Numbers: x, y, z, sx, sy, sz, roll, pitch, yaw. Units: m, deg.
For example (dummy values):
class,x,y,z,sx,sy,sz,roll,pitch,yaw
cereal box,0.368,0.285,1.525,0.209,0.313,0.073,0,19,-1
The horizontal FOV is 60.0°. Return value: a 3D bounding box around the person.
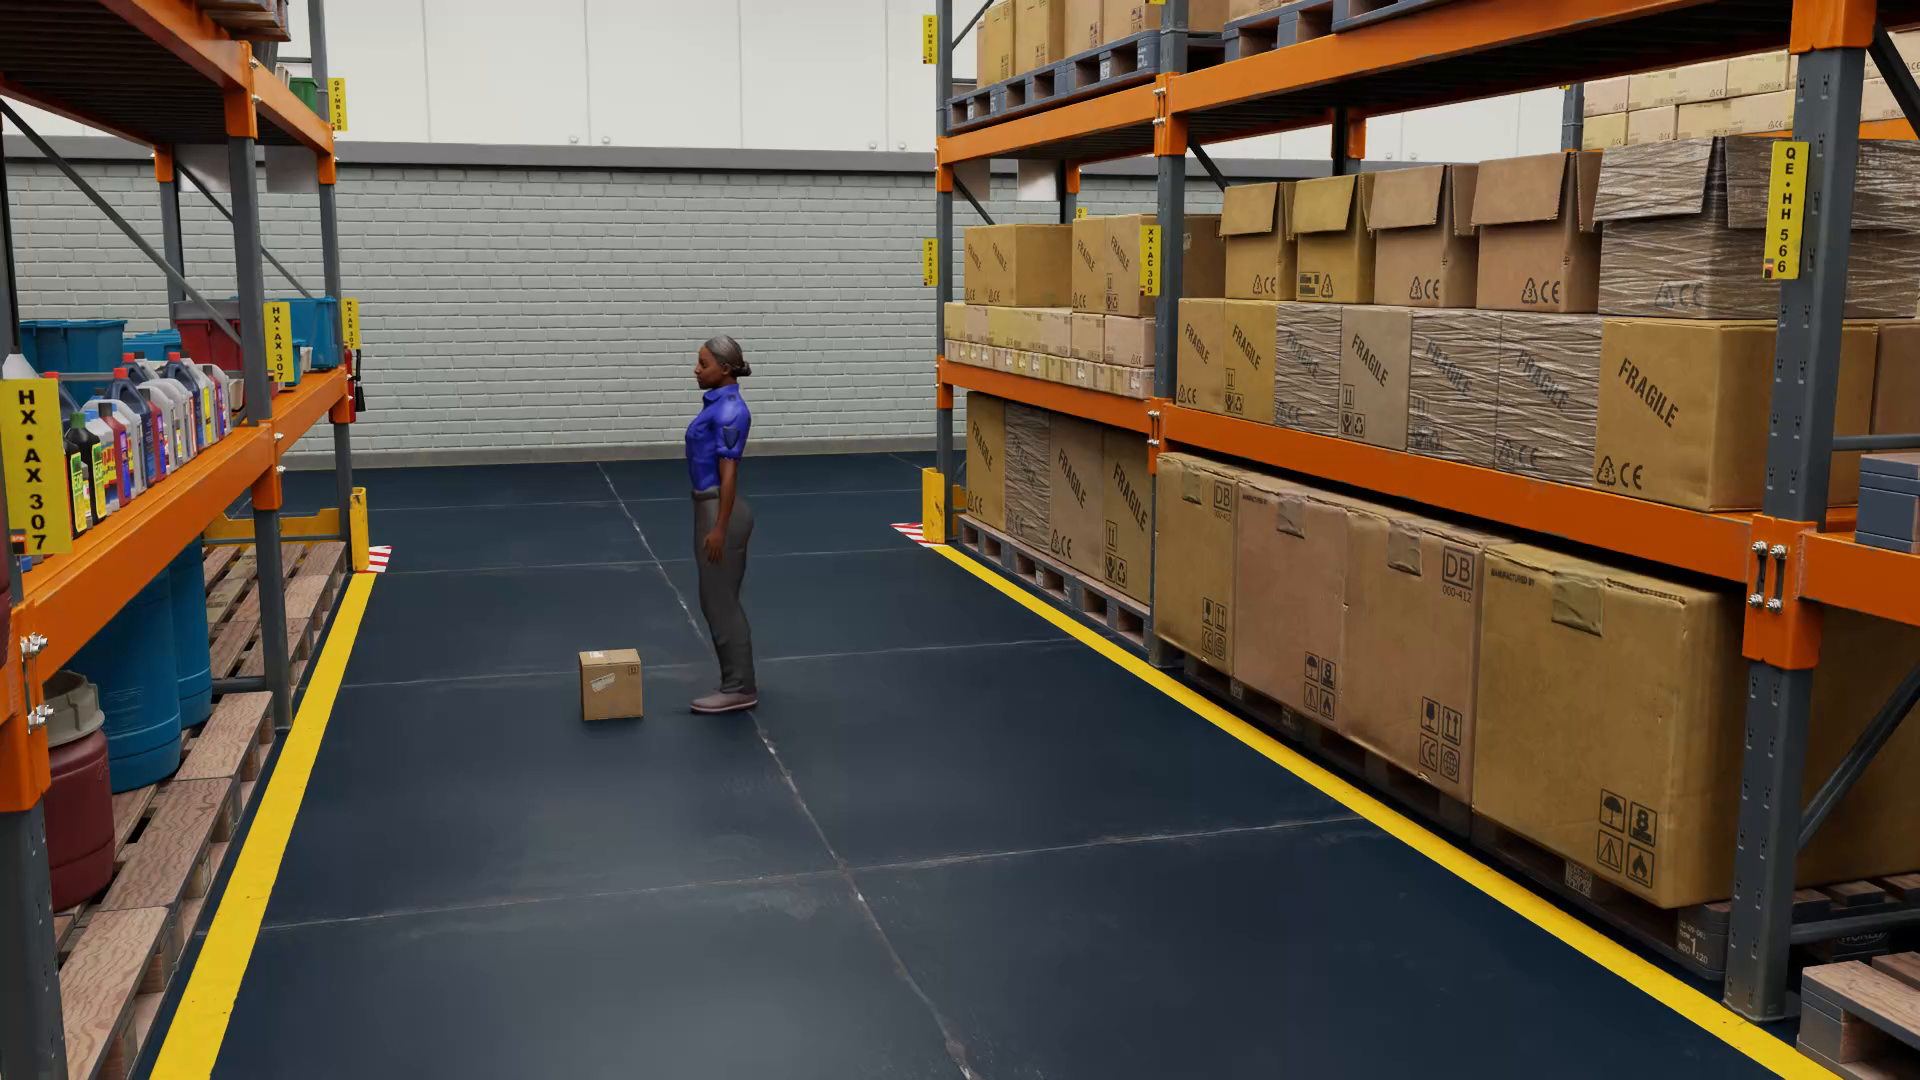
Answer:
class,x,y,z,sx,sy,sz,roll,pitch,yaw
person,-1.056,-0.054,7.355,0.329,1.694,0.437,-2,10,-15
